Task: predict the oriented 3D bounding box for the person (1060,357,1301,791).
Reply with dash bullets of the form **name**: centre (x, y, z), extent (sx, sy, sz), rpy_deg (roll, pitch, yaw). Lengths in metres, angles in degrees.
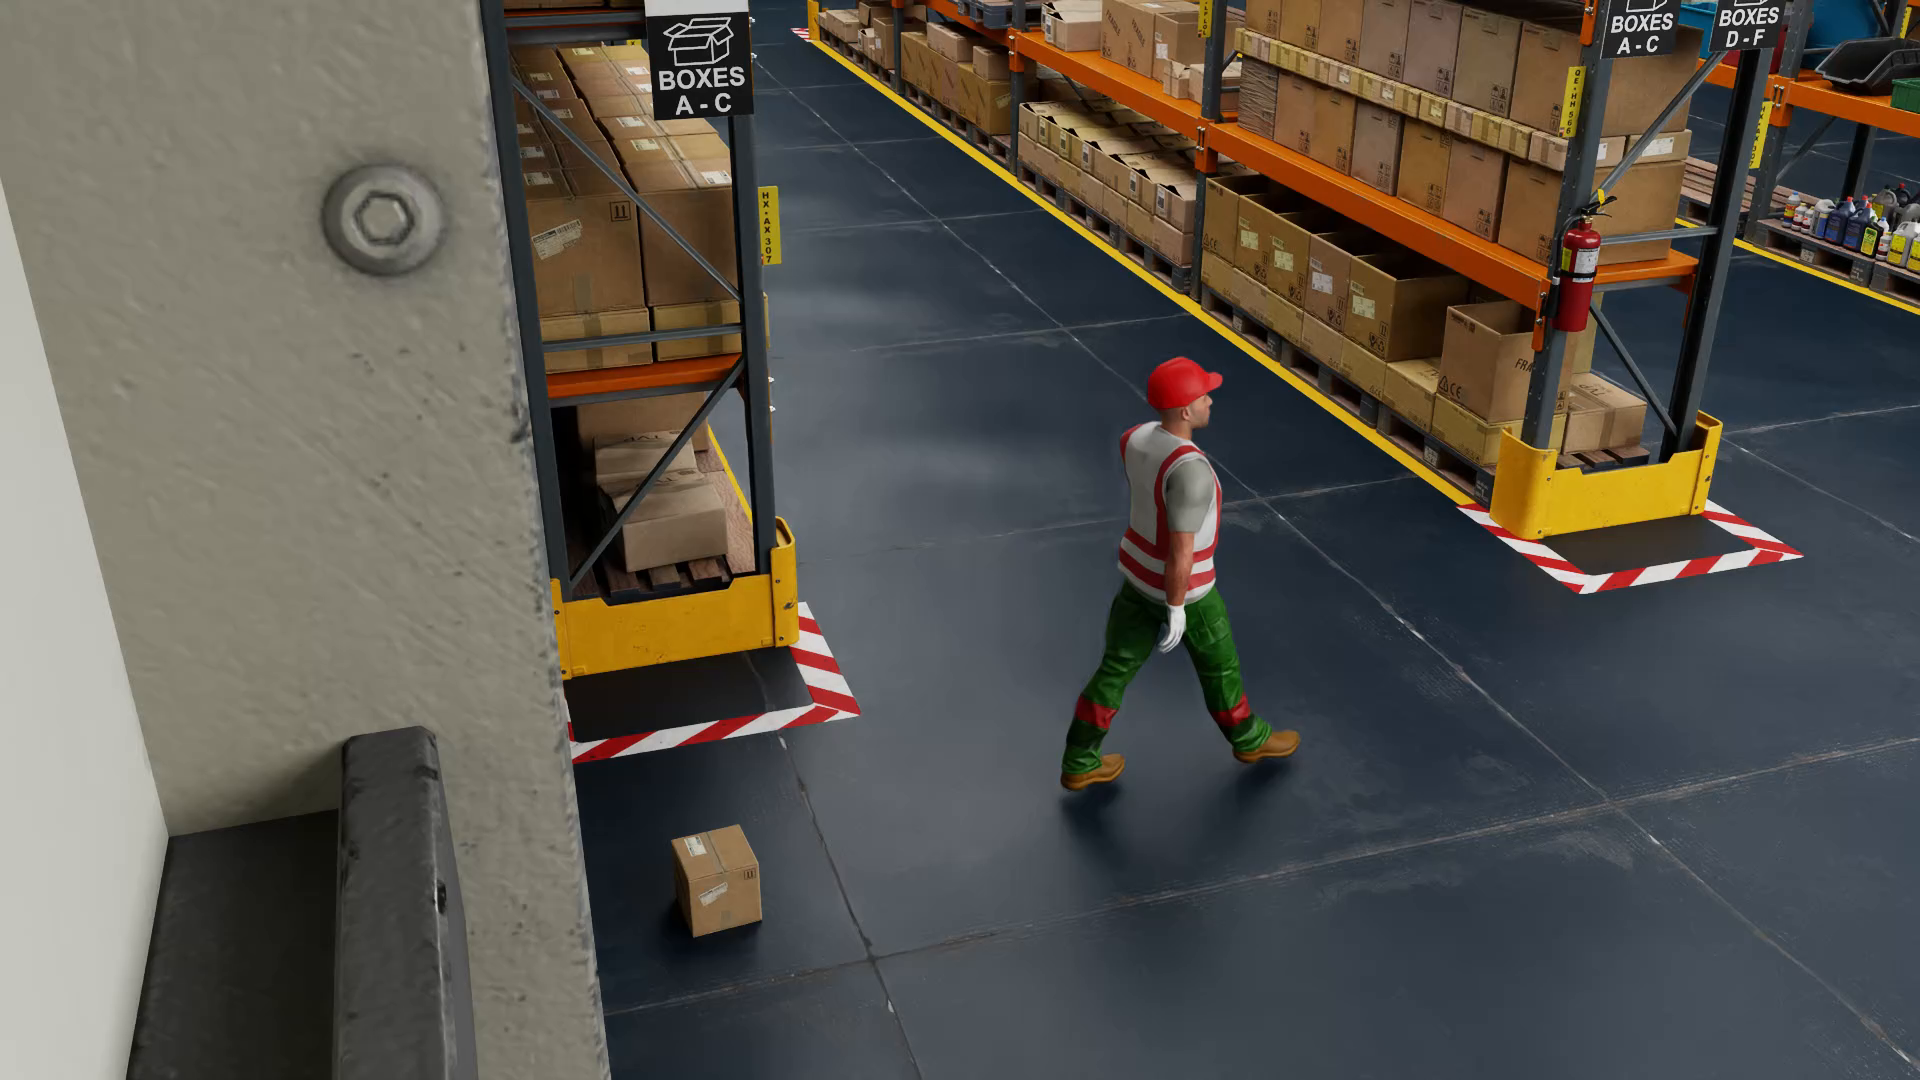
- **person**: centre (0.872, 0.112, 6.308), extent (1.028, 1.728, 0.542), rpy_deg (-12, 29, -24)
